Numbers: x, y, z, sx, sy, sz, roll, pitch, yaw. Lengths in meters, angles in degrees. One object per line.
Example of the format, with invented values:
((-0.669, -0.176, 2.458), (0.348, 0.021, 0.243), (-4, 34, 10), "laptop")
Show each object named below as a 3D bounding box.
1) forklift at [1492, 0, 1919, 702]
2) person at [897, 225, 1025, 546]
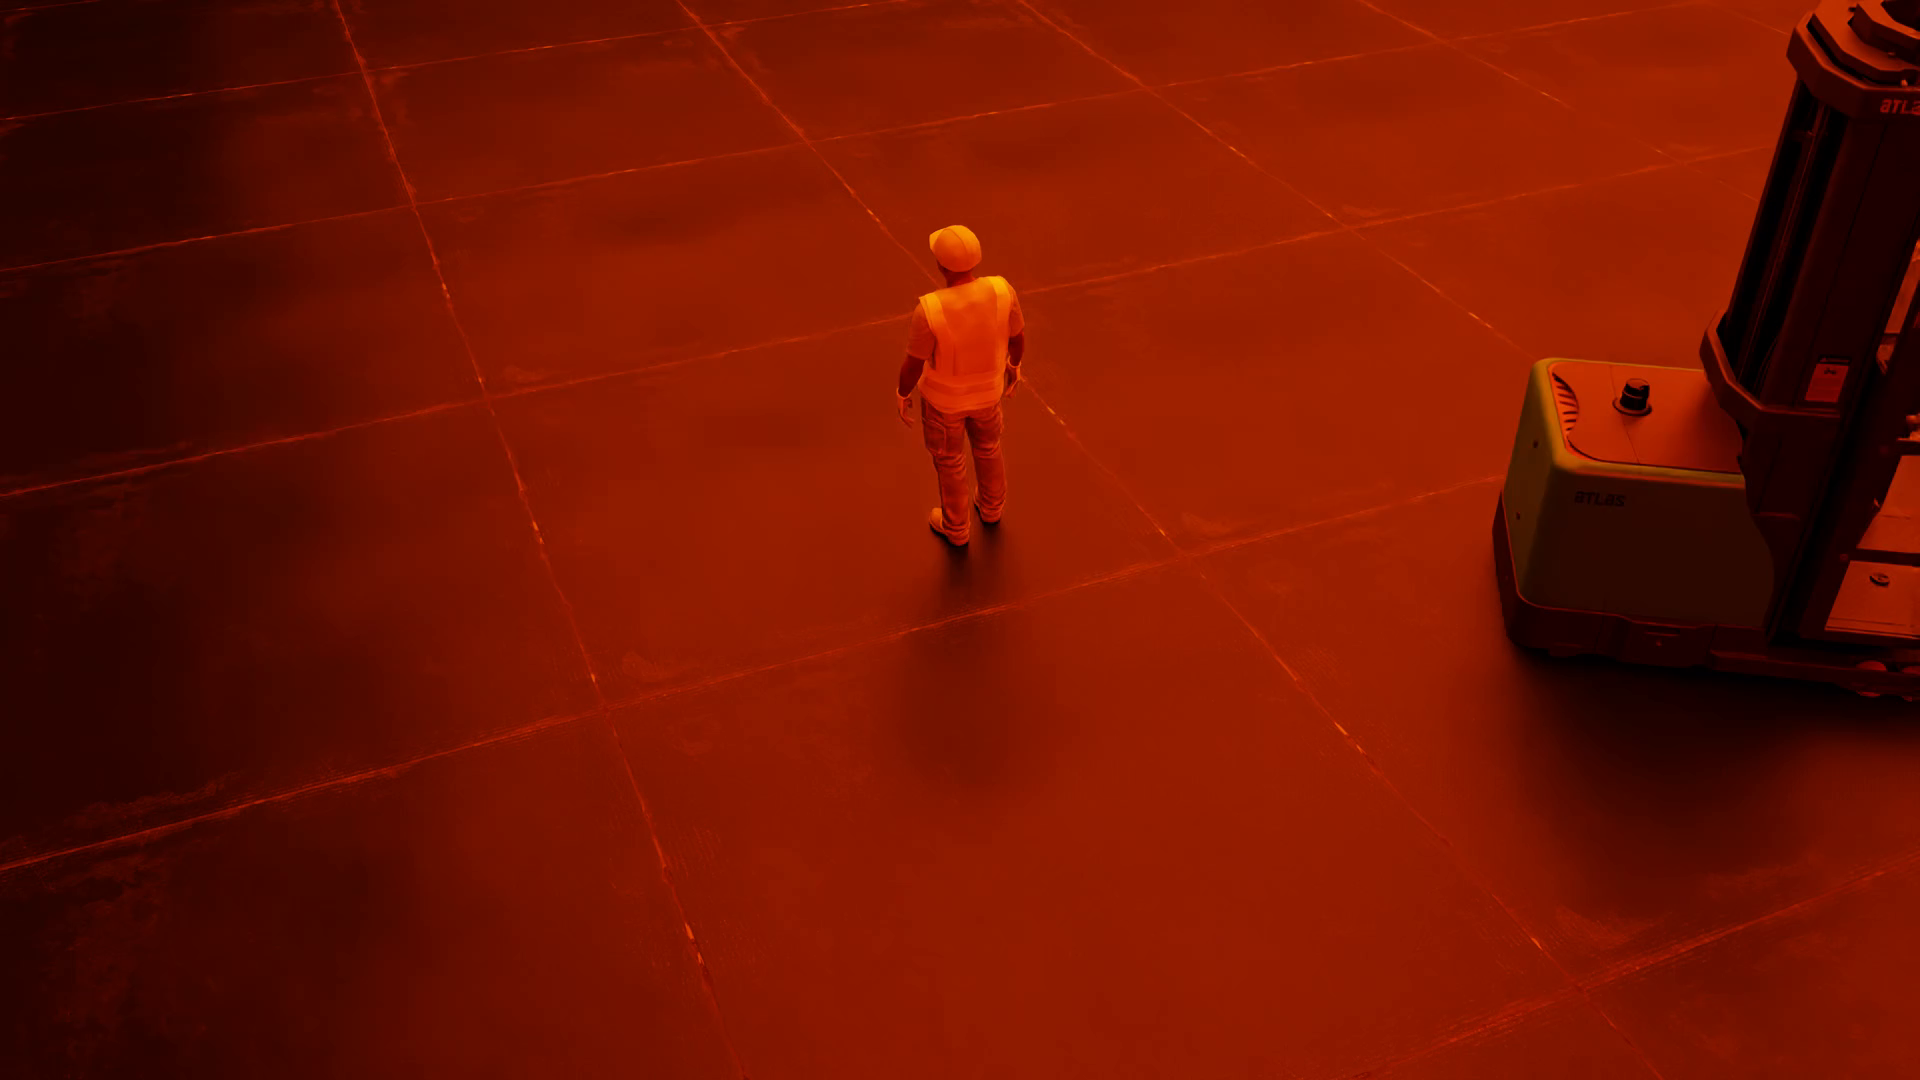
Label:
((4.161, -0.790, 7.210), (3.031, 2.935, 1.130), (6, 36, 8), "forklift")
((-0.021, -0.771, 8.165), (0.657, 1.779, 0.575), (-14, 38, -19), "person")
